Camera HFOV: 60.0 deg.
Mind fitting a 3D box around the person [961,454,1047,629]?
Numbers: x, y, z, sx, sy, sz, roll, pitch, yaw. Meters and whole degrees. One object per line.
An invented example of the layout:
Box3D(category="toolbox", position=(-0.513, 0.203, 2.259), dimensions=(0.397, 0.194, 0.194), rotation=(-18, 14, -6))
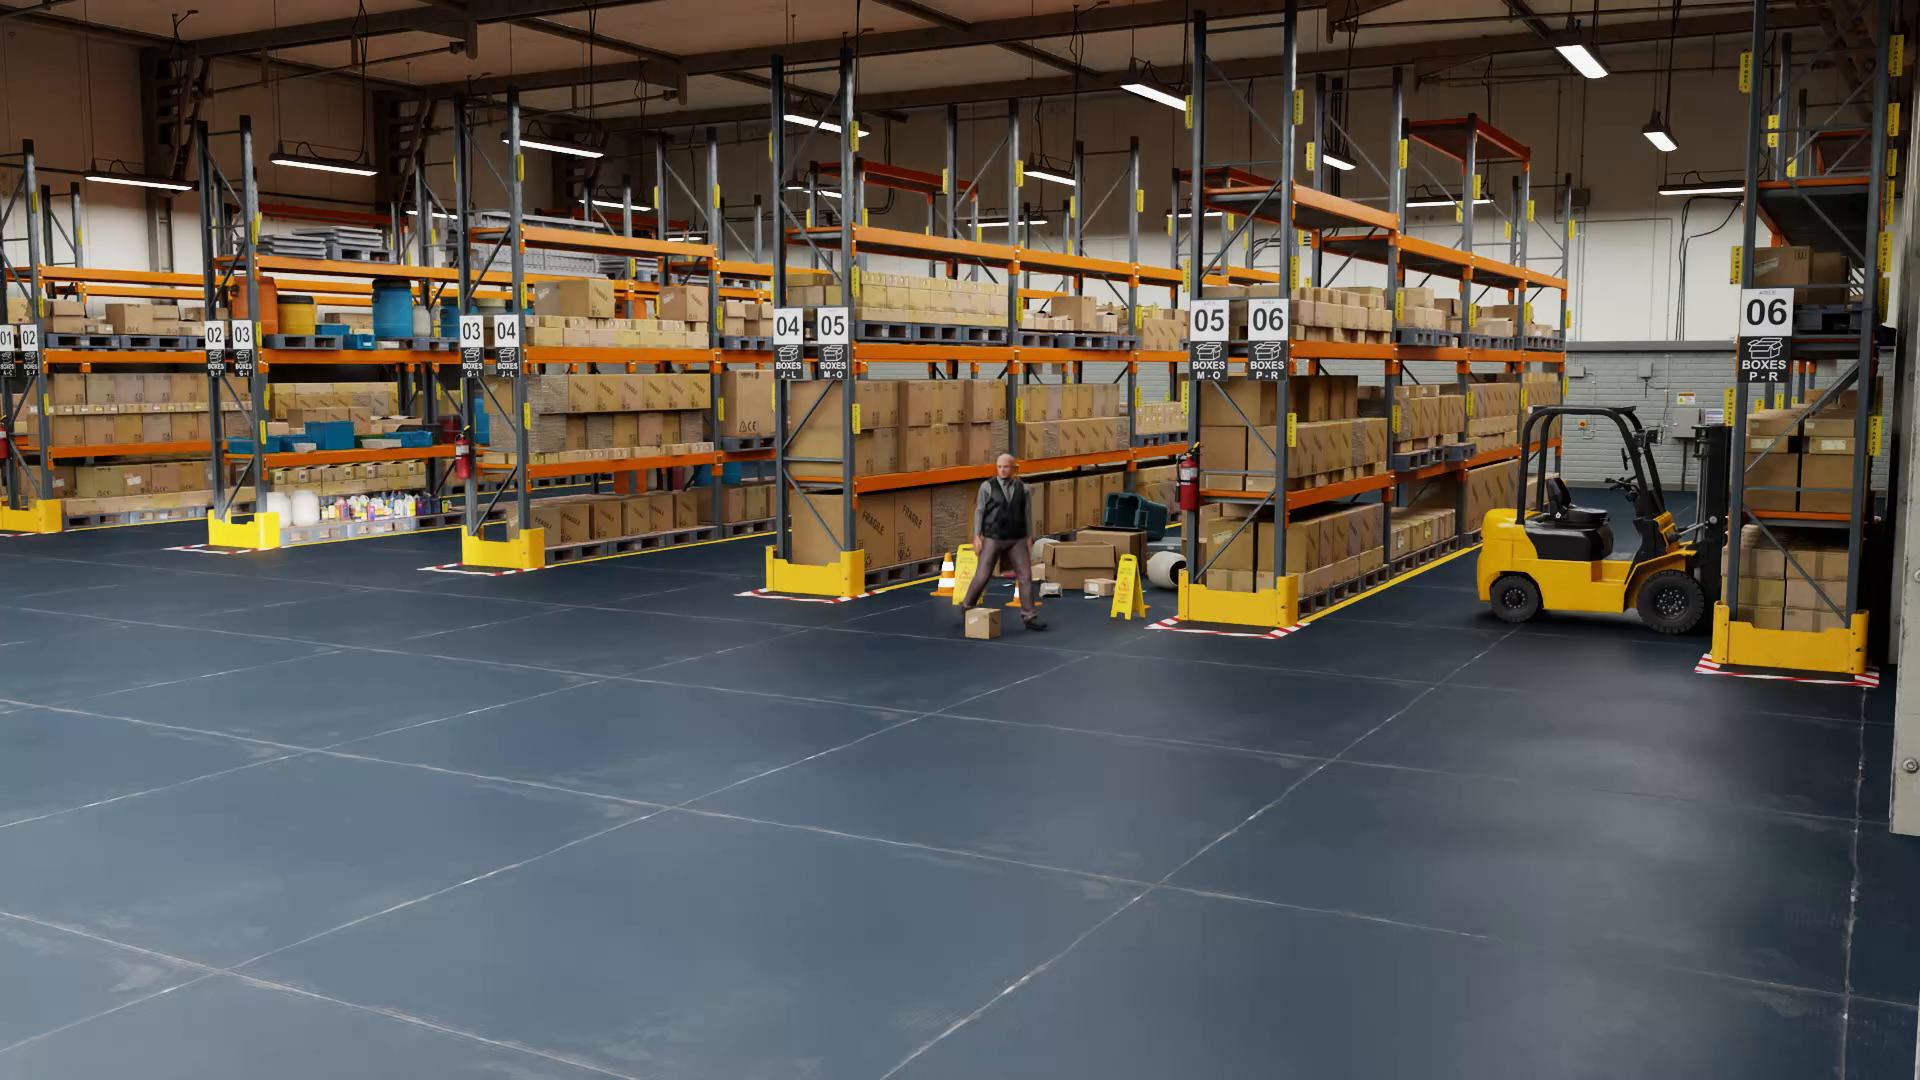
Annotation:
Box3D(category="person", position=(0.418, 0.011, 16.232), dimensions=(0.749, 1.710, 0.699), rotation=(-1, 6, -13))
